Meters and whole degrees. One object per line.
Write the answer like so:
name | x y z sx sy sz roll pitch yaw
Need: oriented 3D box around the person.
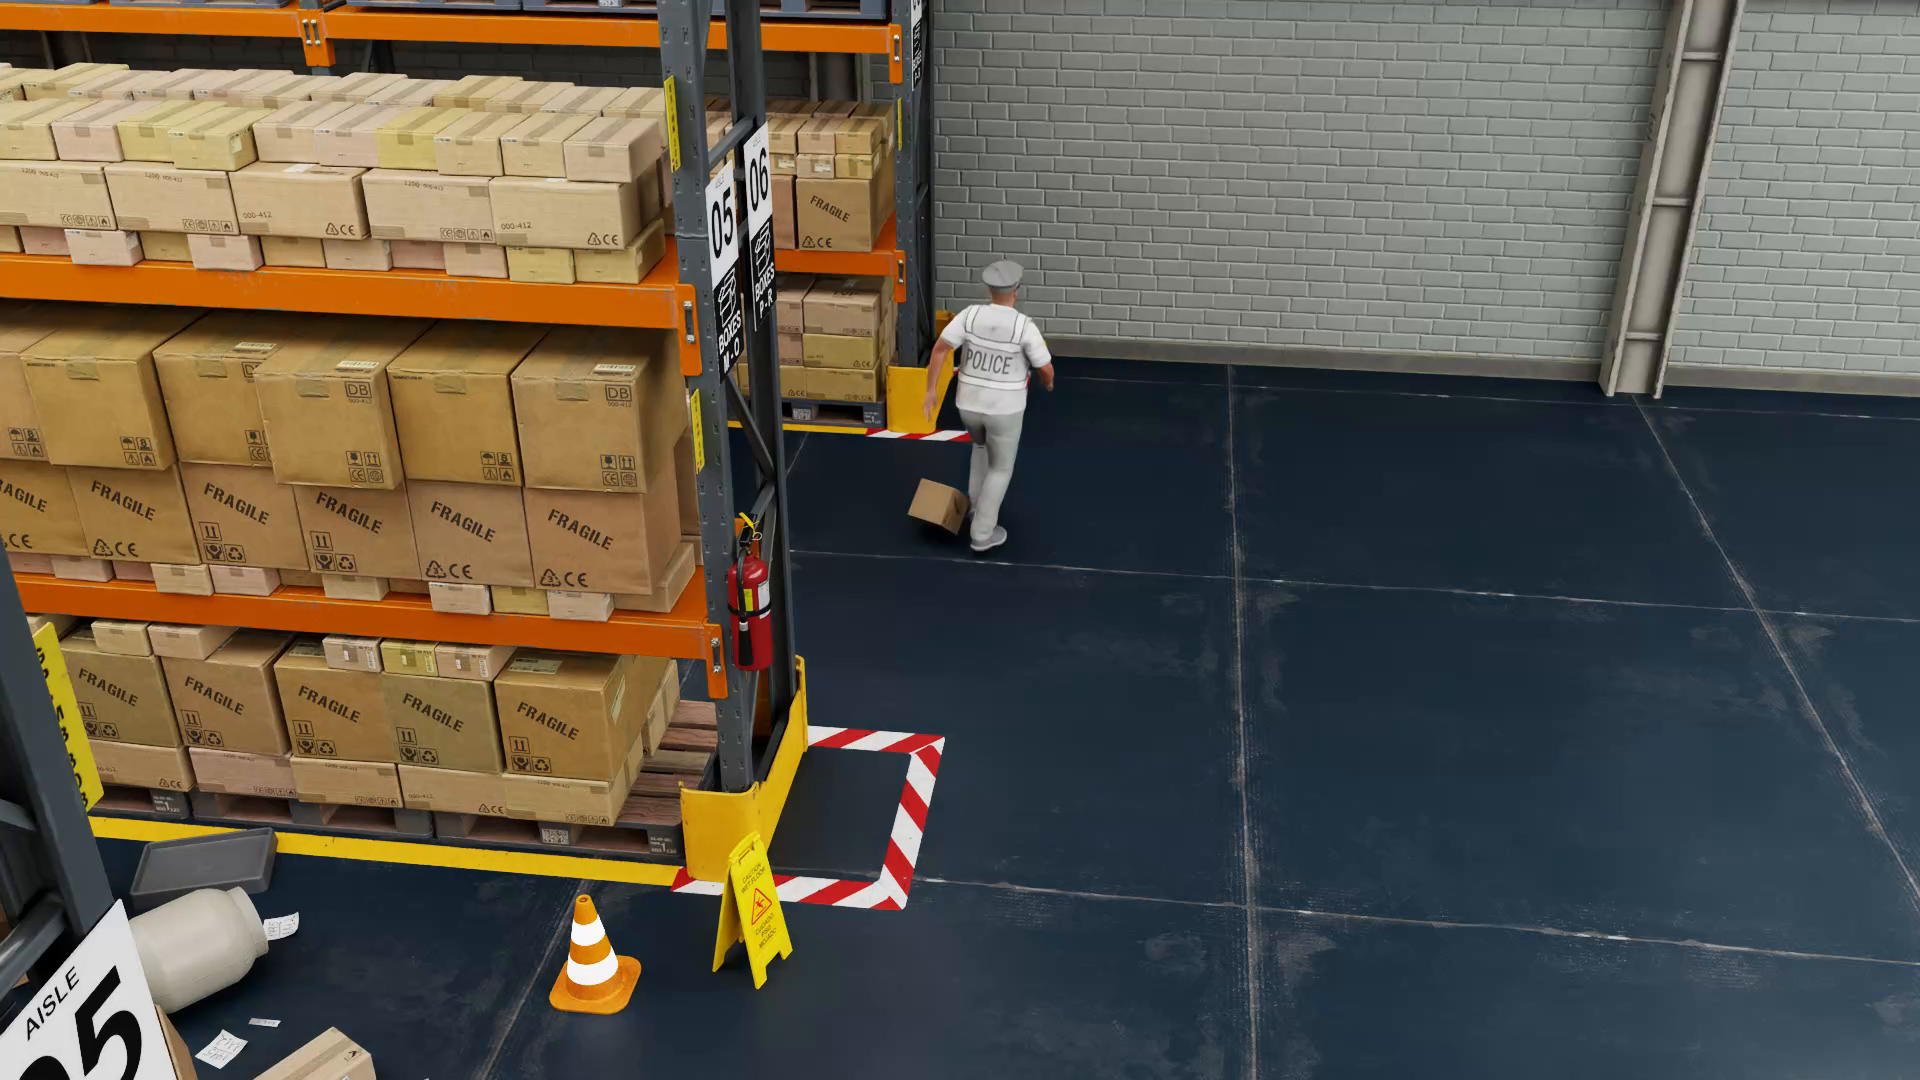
person | 0.211 -0.810 10.207 0.702 1.799 0.792 13 31 24
